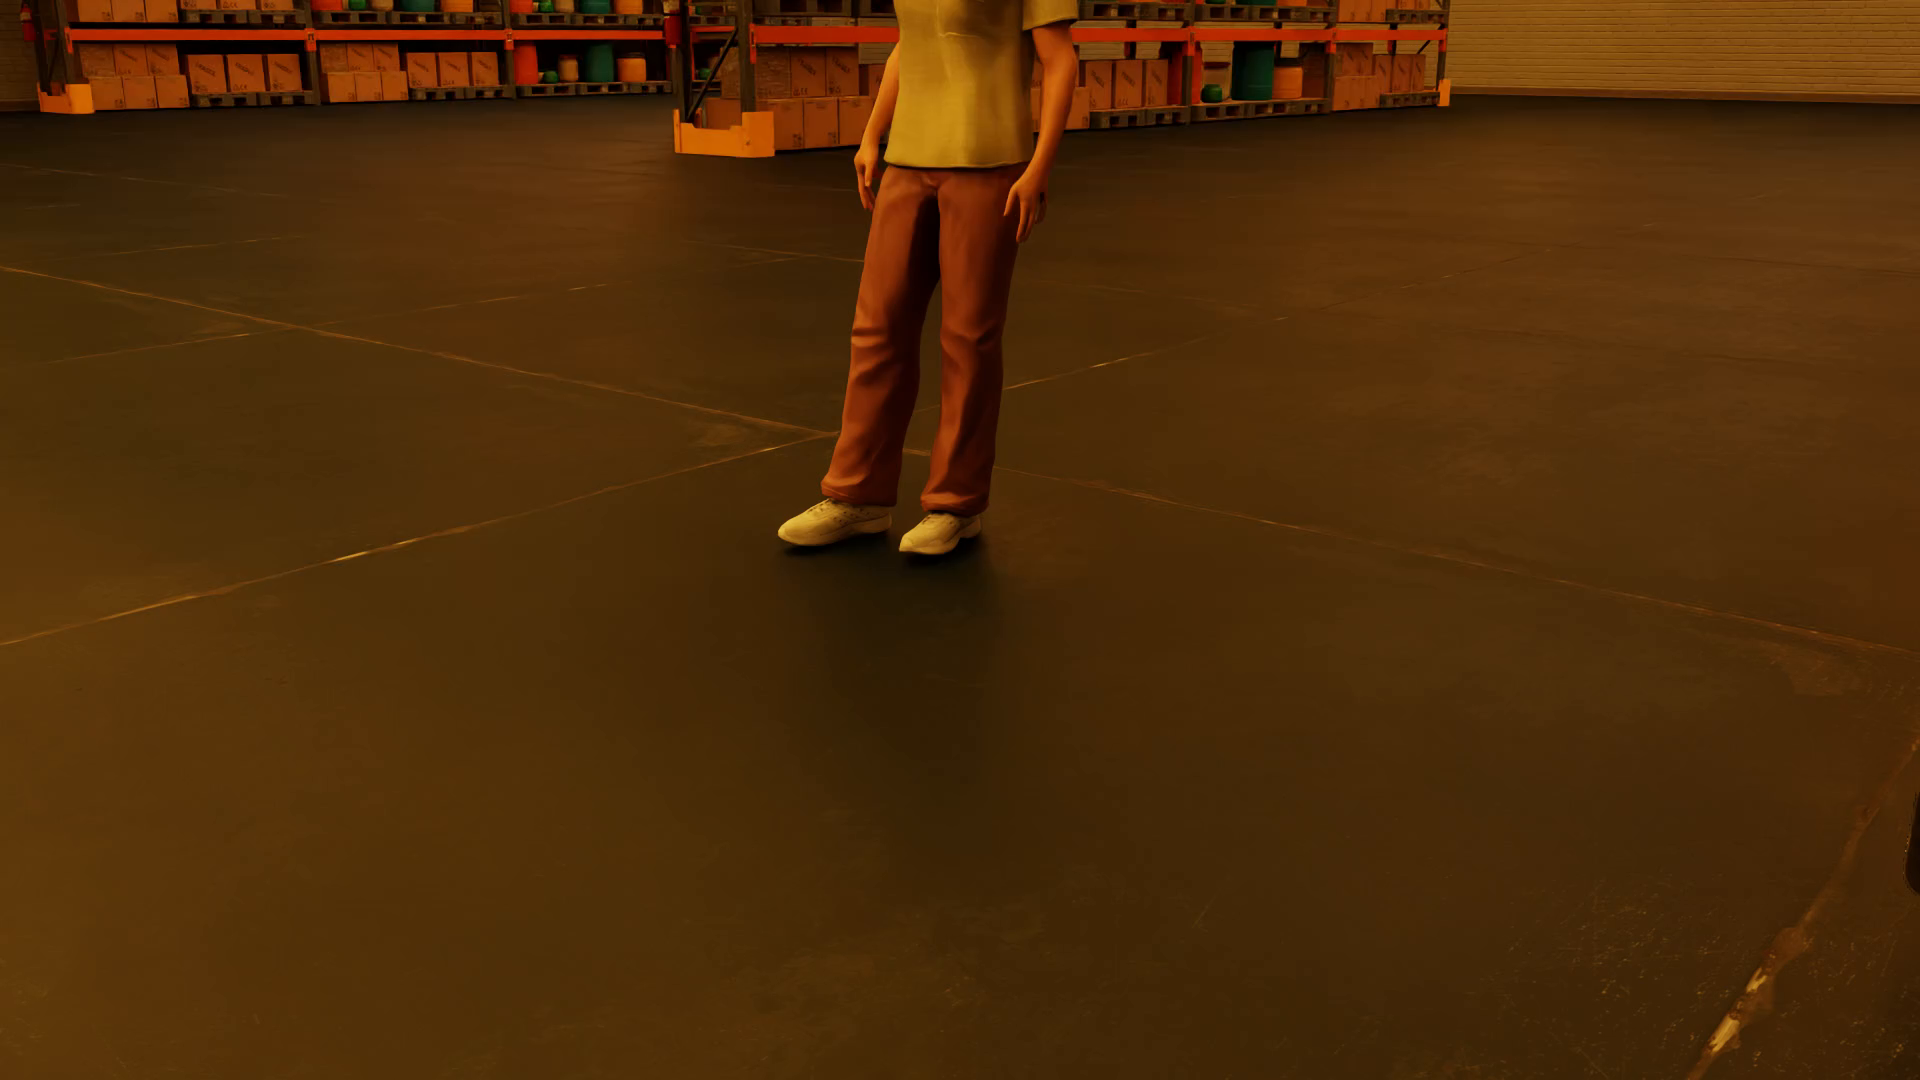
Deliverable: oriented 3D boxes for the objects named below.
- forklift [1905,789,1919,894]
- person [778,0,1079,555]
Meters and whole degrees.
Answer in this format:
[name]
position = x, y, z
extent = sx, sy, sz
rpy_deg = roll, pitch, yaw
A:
[forklift]
position = 2.660, -0.676, 1.122
extent = 3.031, 2.935, 1.130
rpy_deg = 16, 23, 42
[person]
position = -0.056, -0.675, 3.685
extent = 0.554, 1.423, 0.548
rpy_deg = 13, 21, 37
